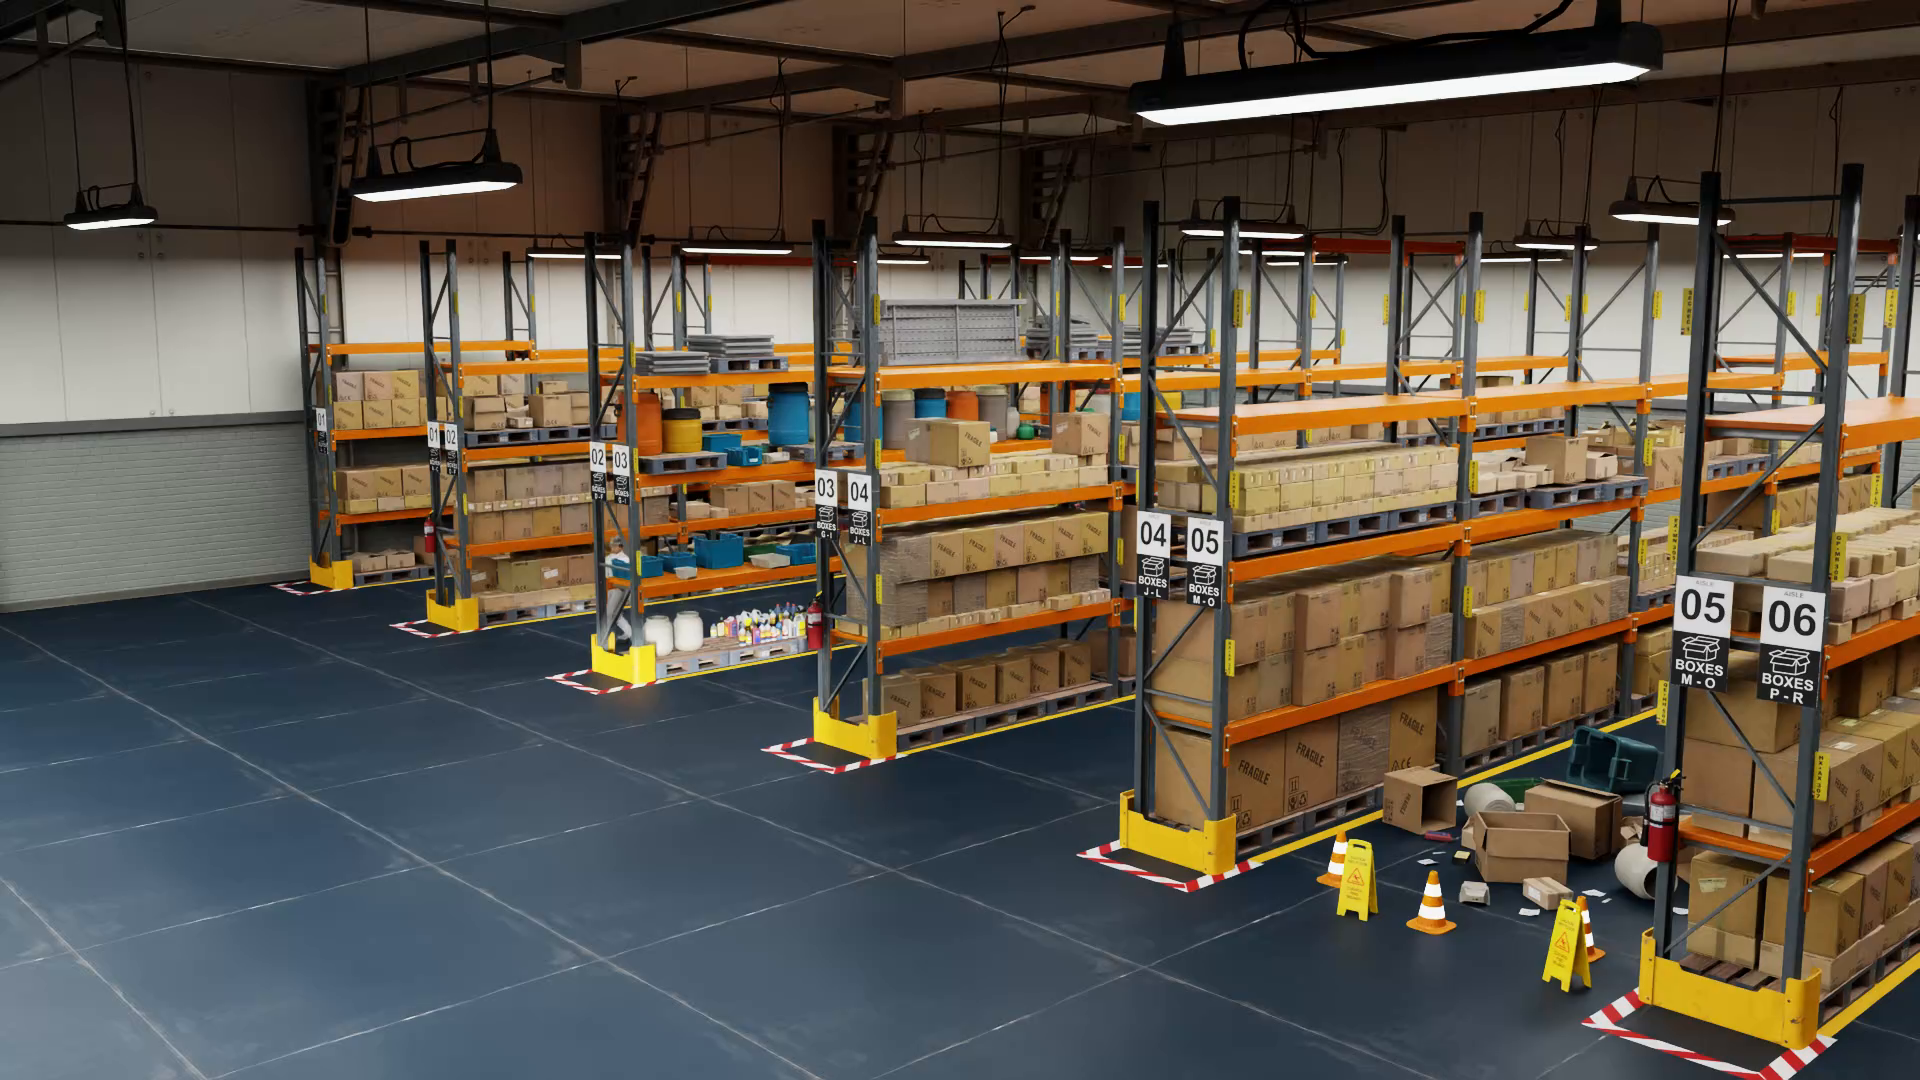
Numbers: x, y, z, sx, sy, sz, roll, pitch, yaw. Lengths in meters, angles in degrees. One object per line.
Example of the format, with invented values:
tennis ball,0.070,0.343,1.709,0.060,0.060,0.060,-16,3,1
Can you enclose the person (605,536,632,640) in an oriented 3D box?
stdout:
person,-5.111,0.763,24.622,0.564,1.652,0.777,7,11,40
